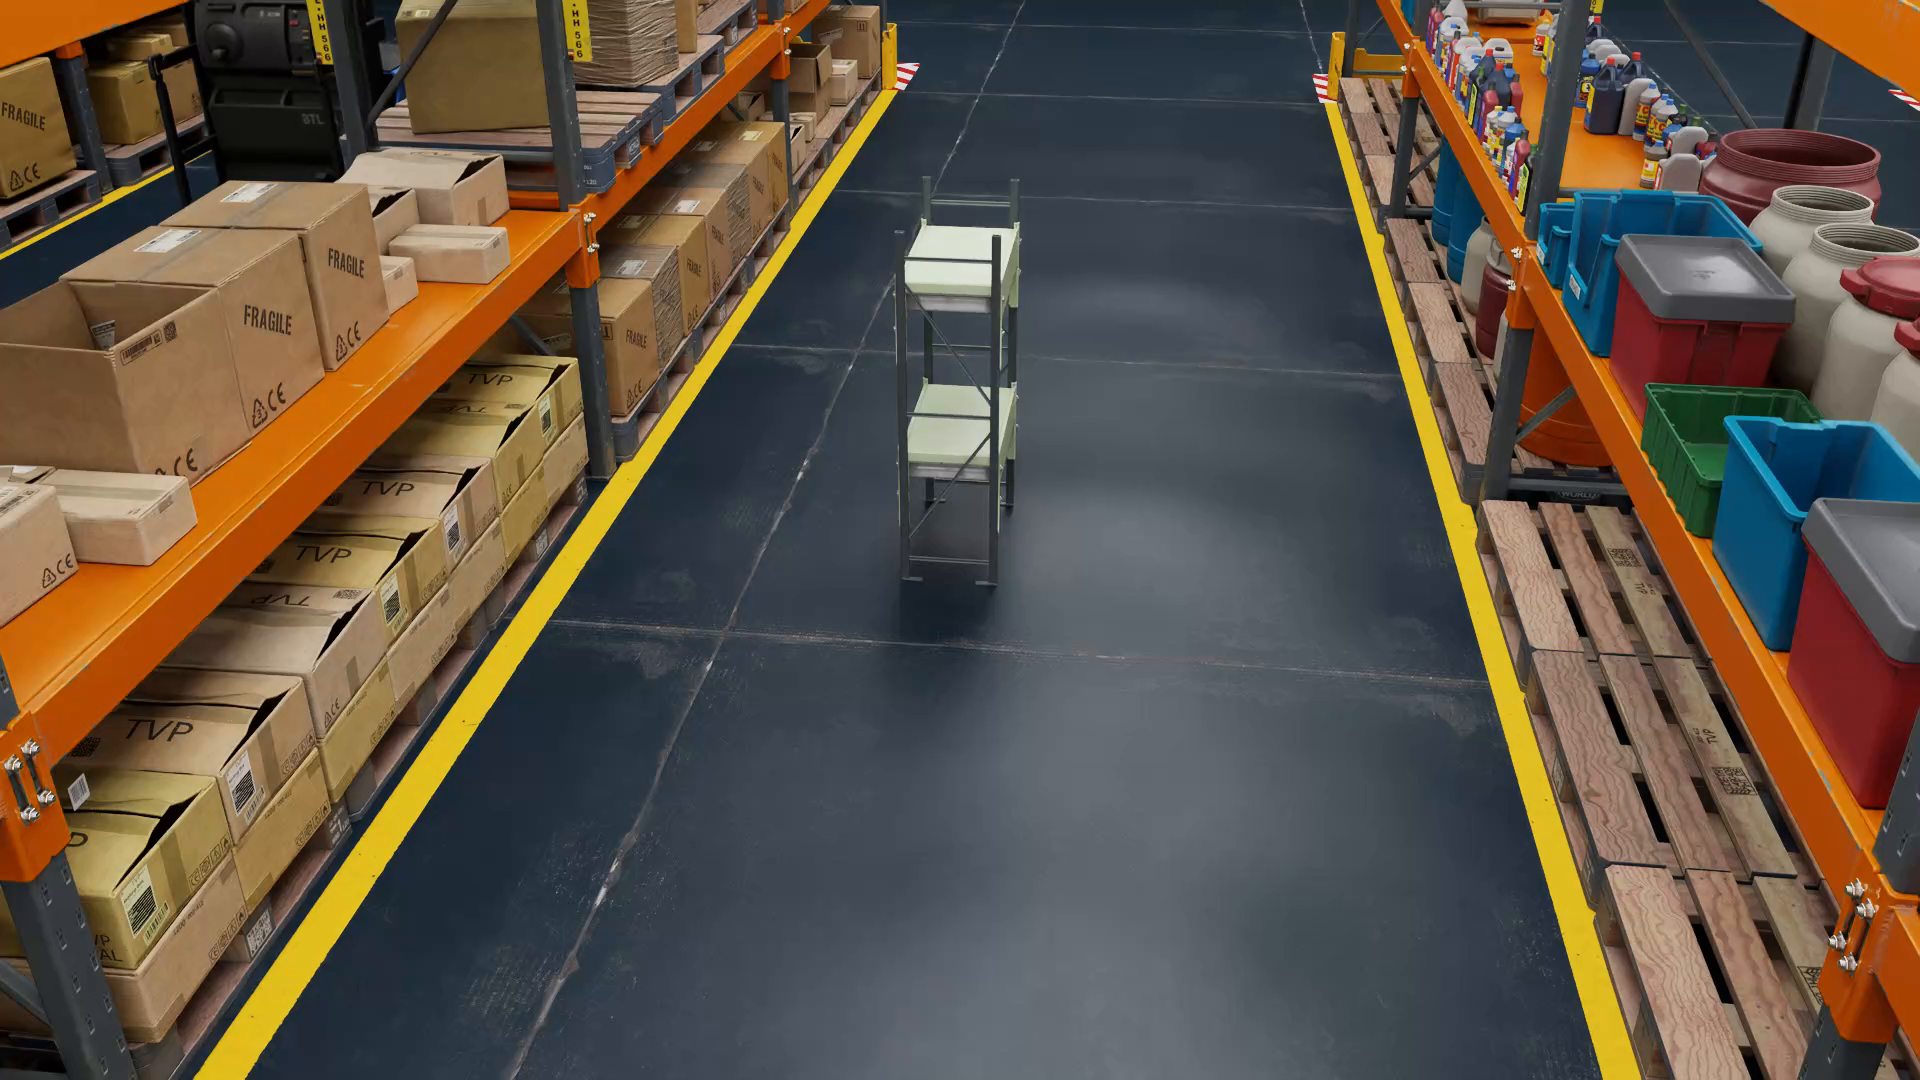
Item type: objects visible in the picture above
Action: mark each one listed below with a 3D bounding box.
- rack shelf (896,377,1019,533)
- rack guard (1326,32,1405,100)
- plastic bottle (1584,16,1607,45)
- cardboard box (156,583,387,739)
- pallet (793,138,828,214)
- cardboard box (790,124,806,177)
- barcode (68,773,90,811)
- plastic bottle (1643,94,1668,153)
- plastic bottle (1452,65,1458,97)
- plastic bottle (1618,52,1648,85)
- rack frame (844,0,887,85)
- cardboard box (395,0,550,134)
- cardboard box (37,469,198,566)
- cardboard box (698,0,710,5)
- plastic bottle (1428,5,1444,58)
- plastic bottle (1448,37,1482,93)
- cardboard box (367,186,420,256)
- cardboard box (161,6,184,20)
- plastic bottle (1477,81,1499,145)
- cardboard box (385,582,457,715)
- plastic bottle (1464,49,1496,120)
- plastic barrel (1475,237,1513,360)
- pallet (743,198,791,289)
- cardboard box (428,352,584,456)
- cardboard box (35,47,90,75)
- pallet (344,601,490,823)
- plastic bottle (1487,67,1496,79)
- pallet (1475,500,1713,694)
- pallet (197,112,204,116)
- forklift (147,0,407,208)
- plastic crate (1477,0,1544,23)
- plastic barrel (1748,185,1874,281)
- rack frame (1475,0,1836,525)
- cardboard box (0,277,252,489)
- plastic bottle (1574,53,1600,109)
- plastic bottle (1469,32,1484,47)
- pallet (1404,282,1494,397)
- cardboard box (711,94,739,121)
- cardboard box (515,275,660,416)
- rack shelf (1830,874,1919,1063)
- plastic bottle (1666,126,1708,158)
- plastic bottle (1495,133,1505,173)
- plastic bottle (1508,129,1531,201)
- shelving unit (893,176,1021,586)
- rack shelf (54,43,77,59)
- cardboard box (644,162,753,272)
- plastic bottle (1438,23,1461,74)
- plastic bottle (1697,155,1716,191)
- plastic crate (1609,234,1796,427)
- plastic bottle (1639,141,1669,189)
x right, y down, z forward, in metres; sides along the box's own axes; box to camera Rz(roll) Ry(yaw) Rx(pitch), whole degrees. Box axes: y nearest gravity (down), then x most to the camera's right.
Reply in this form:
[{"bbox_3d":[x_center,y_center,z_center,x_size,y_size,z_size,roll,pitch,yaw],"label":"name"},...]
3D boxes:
[{"bbox_3d":[-0.001,-0.370,7.043,0.431,0.370,0.720,3,28,6],"label":"rack shelf"},{"bbox_3d":[3.762,-4.038,14.219,1.175,0.500,0.348,3,28,6],"label":"rack guard"},{"bbox_3d":[3.471,-2.683,9.120,0.144,0.351,0.185,3,28,6],"label":"plastic bottle"},{"bbox_3d":[-2.187,0.352,5.299,0.500,0.311,0.500,2,28,5],"label":"cardboard box"},{"bbox_3d":[-1.549,-2.629,11.907,1.003,0.211,1.213,3,28,6],"label":"pallet"},{"bbox_3d":[-1.368,-2.728,11.523,0.500,0.311,0.500,3,28,6],"label":"cardboard box"},{"bbox_3d":[-2.170,0.620,4.095,0.001,0.075,0.075,3,28,6],"label":"barcode"},{"bbox_3d":[3.320,-1.977,7.893,0.097,0.271,0.097,0,28,0],"label":"plastic bottle"},{"bbox_3d":[2.692,-2.472,8.885,0.097,0.201,0.097,0,28,0],"label":"plastic bottle"},{"bbox_3d":[3.359,-2.252,8.319,0.144,0.351,0.185,3,28,6],"label":"plastic bottle"},{"bbox_3d":[-1.144,-5.416,14.141,1.000,3.000,0.127,3,28,6],"label":"rack frame"},{"bbox_3d":[-2.159,-2.182,7.590,0.700,0.500,0.500,-6,29,-11],"label":"cardboard box"},{"bbox_3d":[-2.303,-0.062,4.468,0.380,0.149,0.250,3,28,6],"label":"cardboard box"},{"bbox_3d":[-1.914,-3.552,10.133,0.700,0.500,0.500,-6,29,-11],"label":"cardboard box"},{"bbox_3d":[2.797,-2.982,9.745,0.061,0.283,0.133,3,28,6],"label":"plastic bottle"},{"bbox_3d":[2.733,-2.558,8.966,0.152,0.276,0.135,3,28,6],"label":"plastic bottle"},{"bbox_3d":[-2.426,-1.202,6.412,0.500,0.311,0.500,3,28,6],"label":"cardboard box"},{"bbox_3d":[-6.384,-4.211,13.412,0.380,0.149,0.250,4,29,7],"label":"cardboard box"},{"bbox_3d":[2.558,-2.063,8.039,0.061,0.283,0.133,3,28,6],"label":"plastic bottle"},{"bbox_3d":[-2.131,0.359,5.878,0.500,0.250,0.500,4,29,7],"label":"cardboard box"},{"bbox_3d":[2.658,-2.315,8.436,0.144,0.351,0.185,3,28,6],"label":"plastic bottle"},{"bbox_3d":[2.973,-1.247,8.502,0.600,0.588,0.708,3,28,6],"label":"plastic barrel"},{"bbox_3d":[-1.696,-1.921,10.593,1.003,0.211,1.213,3,28,6],"label":"pallet"},{"bbox_3d":[-1.944,-0.611,7.086,0.500,0.311,0.500,4,29,8],"label":"cardboard box"},{"bbox_3d":[-6.572,-3.479,12.054,0.380,0.149,0.250,3,28,6],"label":"cardboard box"},{"bbox_3d":[-2.416,0.535,6.034,1.003,0.211,1.213,3,28,6],"label":"pallet"},{"bbox_3d":[2.657,-2.209,8.311,0.061,0.283,0.133,3,28,6],"label":"plastic bottle"},{"bbox_3d":[2.658,0.229,6.602,1.003,0.211,1.213,3,28,6],"label":"pallet"},{"bbox_3d":[-6.233,-3.521,13.563,1.003,0.211,1.213,3,28,6],"label":"pallet"},{"bbox_3d":[-4.107,-2.973,9.678,1.130,2.935,3.031,3,28,5],"label":"forklift"},{"bbox_3d":[3.481,-3.365,10.548,0.396,0.136,0.243,3,28,6],"label":"plastic crate"},{"bbox_3d":[2.878,-0.914,5.665,0.421,0.512,0.421,0,28,0],"label":"plastic barrel"},{"bbox_3d":[2.792,-1.361,6.614,1.000,3.000,0.127,3,28,6],"label":"rack frame"},{"bbox_3d":[-2.439,-0.420,4.762,0.500,0.500,0.500,5,29,10],"label":"cardboard box"},{"bbox_3d":[3.277,-2.399,8.677,0.097,0.271,0.097,0,28,0],"label":"plastic bottle"},{"bbox_3d":[2.928,-2.790,9.475,0.097,0.201,0.097,0,28,0],"label":"plastic bottle"},{"bbox_3d":[2.999,-1.080,9.031,1.003,0.211,1.213,3,28,6],"label":"pallet"},{"bbox_3d":[-1.846,-2.911,11.663,0.500,0.500,0.500,3,28,6],"label":"cardboard box"},{"bbox_3d":[-1.785,-0.941,8.007,0.500,0.500,0.500,5,29,8],"label":"cardboard box"},{"bbox_3d":[2.056,1.780,1.542,1.077,0.370,4.000,3,28,6],"label":"rack shelf"},{"bbox_3d":[3.222,-1.709,7.390,0.152,0.276,0.135,3,28,6],"label":"plastic bottle"},{"bbox_3d":[2.514,-1.788,7.616,0.097,0.201,0.097,0,28,0],"label":"plastic bottle"},{"bbox_3d":[2.446,-1.633,7.242,0.061,0.283,0.133,3,28,6],"label":"plastic bottle"},{"bbox_3d":[-0.001,-0.657,6.888,0.431,1.500,0.755,3,28,6],"label":"shelving unit"},{"bbox_3d":[-6.796,-2.561,9.600,1.077,0.370,4.000,3,28,6],"label":"rack shelf"},{"bbox_3d":[-1.541,-1.909,9.803,0.500,0.500,0.500,4,29,7],"label":"cardboard box"},{"bbox_3d":[2.761,-2.766,9.358,0.097,0.271,0.097,0,28,0],"label":"plastic bottle"},{"bbox_3d":[3.165,-1.491,6.986,0.152,0.276,0.135,3,28,6],"label":"plastic bottle"},{"bbox_3d":[2.290,-0.646,5.219,0.402,0.464,0.583,3,28,6],"label":"plastic crate"},{"bbox_3d":[3.096,-1.675,7.405,0.097,0.201,0.097,0,28,0],"label":"plastic bottle"}]
